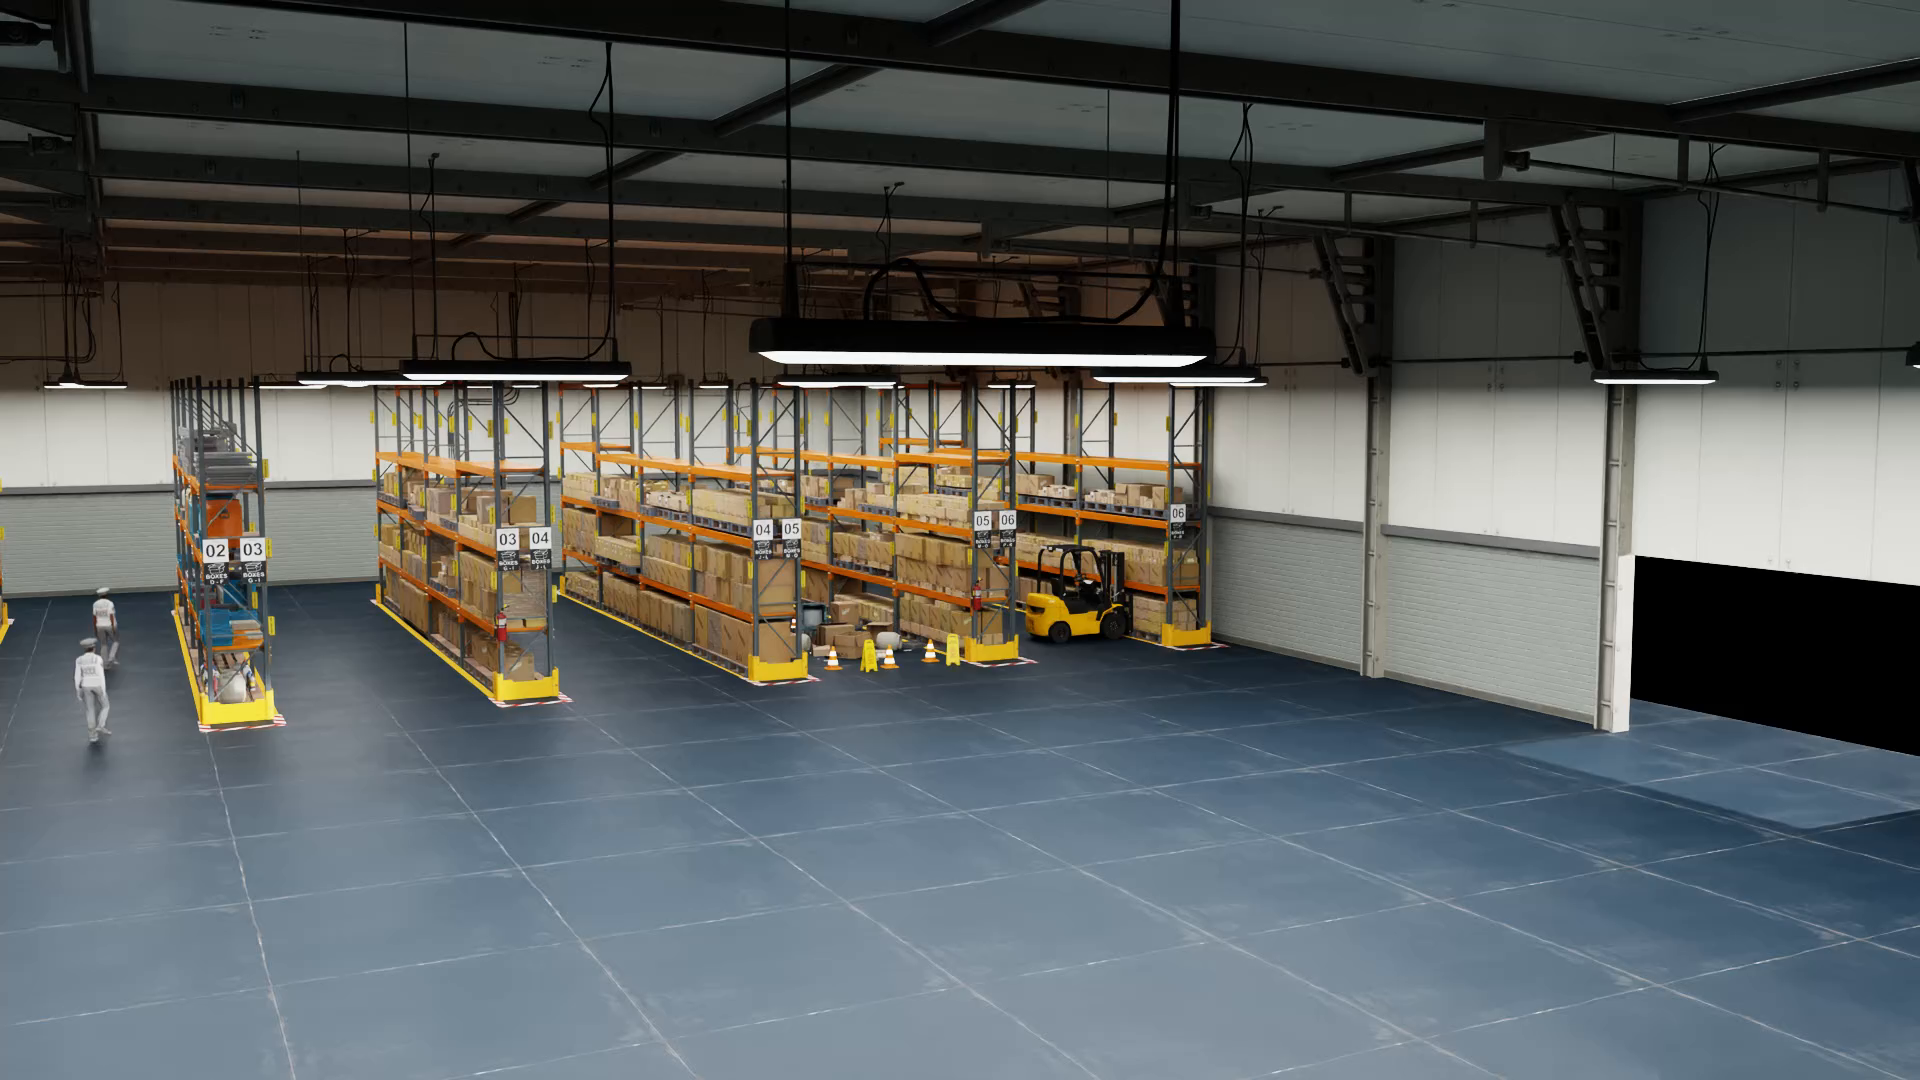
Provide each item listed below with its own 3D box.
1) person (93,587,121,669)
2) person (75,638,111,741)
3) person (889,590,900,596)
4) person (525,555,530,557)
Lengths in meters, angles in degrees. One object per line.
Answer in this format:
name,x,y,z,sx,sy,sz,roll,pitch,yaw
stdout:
person,-17.658,1.826,34.403,0.505,1.665,0.488,-2,5,-16
person,-14.256,2.457,27.315,0.528,1.668,0.487,-2,5,-17
person,-1.789,0.691,46.709,0.580,1.749,0.489,-4,6,-36
person,-12.680,0.676,48.159,0.568,1.480,1.048,-1,5,-10
